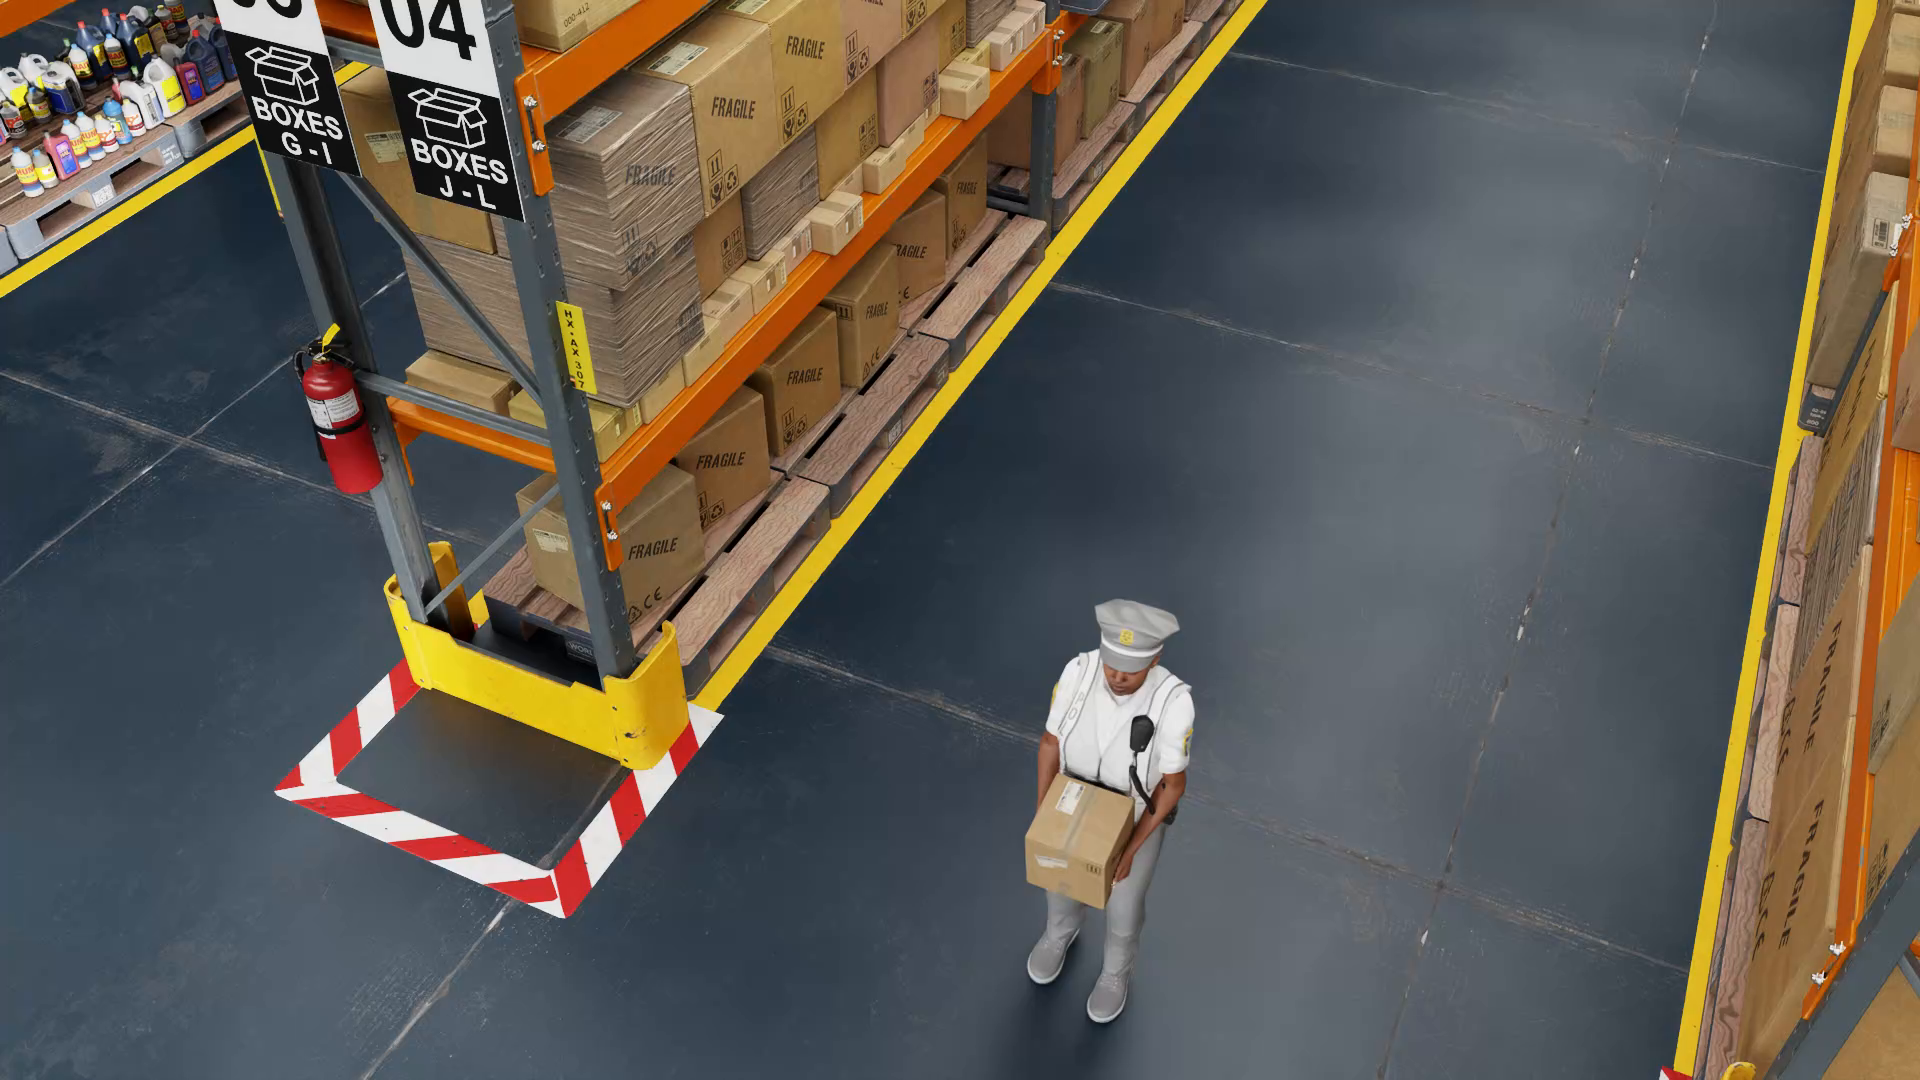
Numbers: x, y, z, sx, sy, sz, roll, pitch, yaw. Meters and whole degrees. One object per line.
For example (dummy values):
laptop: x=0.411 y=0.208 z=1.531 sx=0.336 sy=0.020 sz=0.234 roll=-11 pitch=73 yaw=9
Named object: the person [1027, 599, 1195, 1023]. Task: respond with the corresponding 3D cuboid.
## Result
person: x=0.440 y=0.878 z=5.172 sx=0.468 sy=1.688 sz=0.503 roll=17 pitch=45 yaw=18
